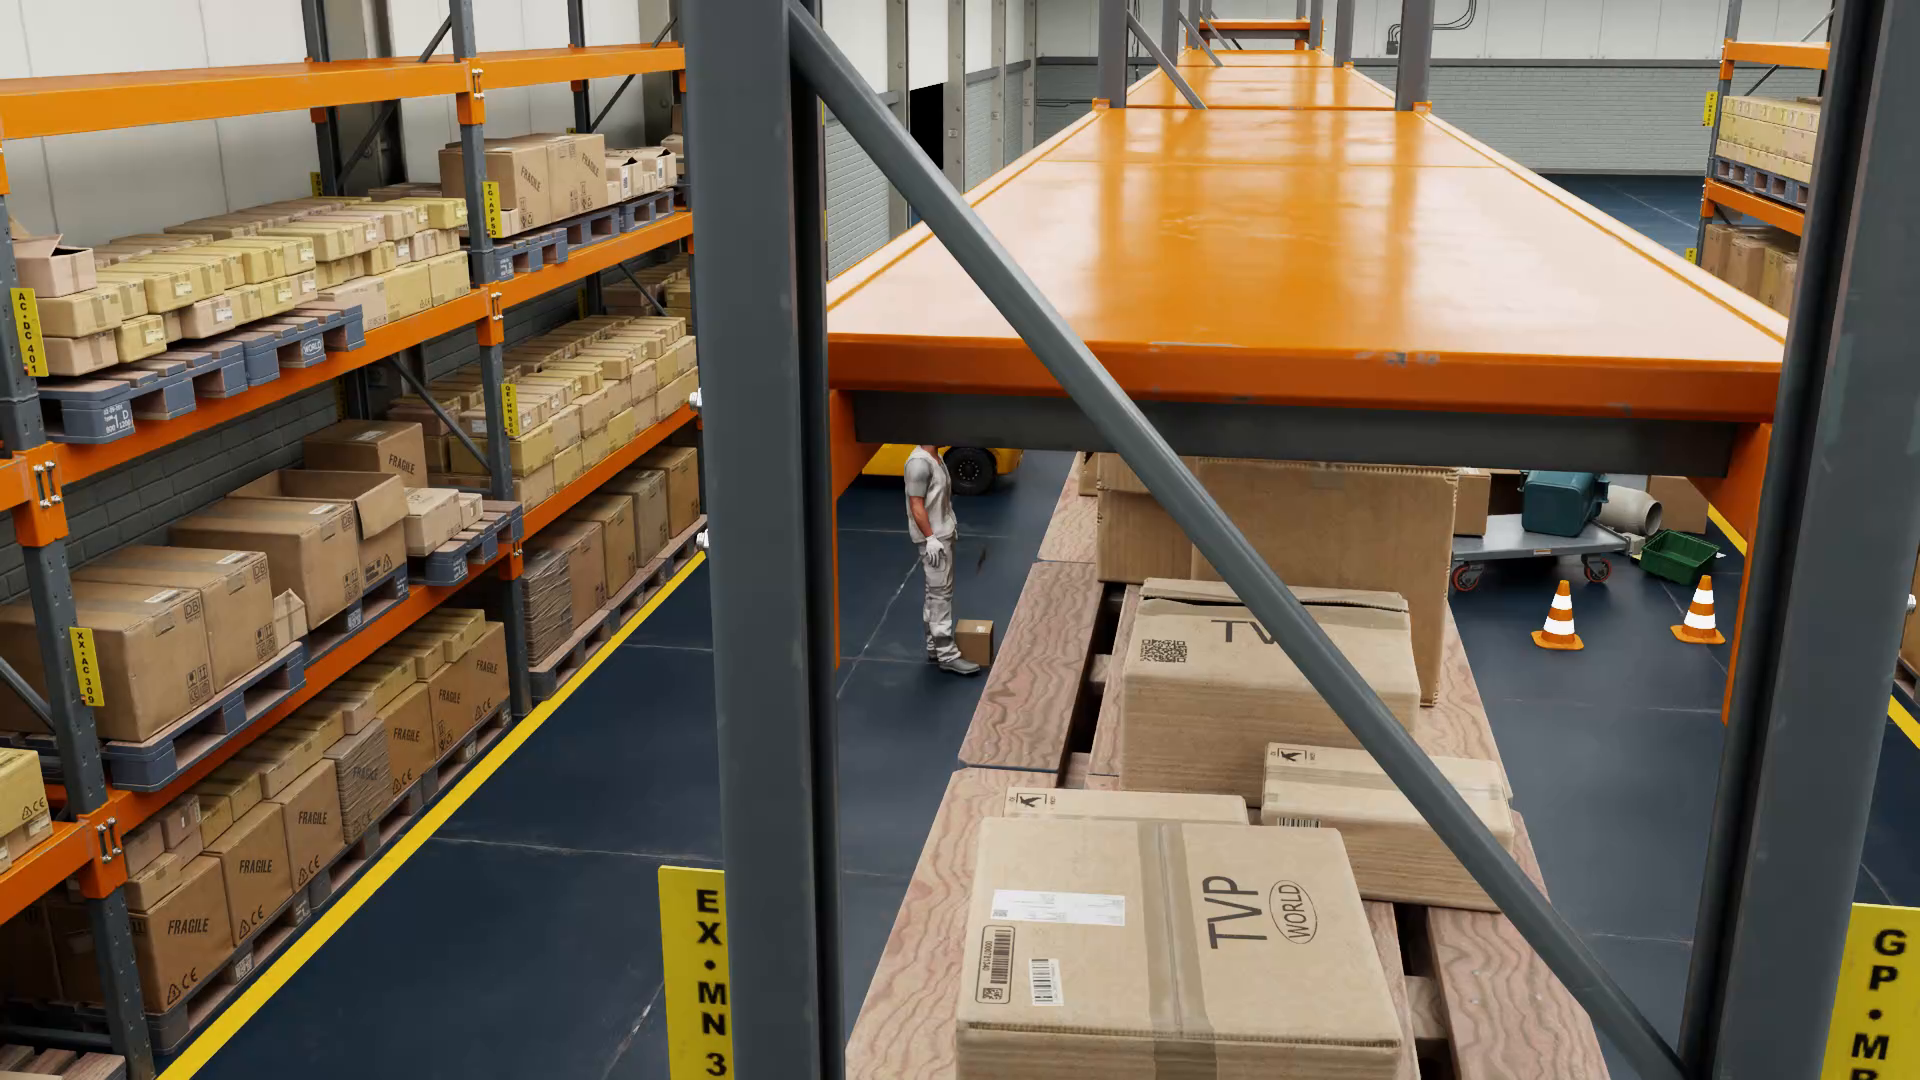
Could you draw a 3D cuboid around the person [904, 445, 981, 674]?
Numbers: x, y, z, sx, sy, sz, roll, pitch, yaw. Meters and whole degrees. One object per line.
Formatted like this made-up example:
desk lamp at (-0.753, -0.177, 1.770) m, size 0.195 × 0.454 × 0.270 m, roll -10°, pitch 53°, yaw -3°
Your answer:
person at (-0.094, -0.013, 11.523) m, size 0.561 × 1.790 × 0.637 m, roll 3°, pitch 18°, yaw 9°
